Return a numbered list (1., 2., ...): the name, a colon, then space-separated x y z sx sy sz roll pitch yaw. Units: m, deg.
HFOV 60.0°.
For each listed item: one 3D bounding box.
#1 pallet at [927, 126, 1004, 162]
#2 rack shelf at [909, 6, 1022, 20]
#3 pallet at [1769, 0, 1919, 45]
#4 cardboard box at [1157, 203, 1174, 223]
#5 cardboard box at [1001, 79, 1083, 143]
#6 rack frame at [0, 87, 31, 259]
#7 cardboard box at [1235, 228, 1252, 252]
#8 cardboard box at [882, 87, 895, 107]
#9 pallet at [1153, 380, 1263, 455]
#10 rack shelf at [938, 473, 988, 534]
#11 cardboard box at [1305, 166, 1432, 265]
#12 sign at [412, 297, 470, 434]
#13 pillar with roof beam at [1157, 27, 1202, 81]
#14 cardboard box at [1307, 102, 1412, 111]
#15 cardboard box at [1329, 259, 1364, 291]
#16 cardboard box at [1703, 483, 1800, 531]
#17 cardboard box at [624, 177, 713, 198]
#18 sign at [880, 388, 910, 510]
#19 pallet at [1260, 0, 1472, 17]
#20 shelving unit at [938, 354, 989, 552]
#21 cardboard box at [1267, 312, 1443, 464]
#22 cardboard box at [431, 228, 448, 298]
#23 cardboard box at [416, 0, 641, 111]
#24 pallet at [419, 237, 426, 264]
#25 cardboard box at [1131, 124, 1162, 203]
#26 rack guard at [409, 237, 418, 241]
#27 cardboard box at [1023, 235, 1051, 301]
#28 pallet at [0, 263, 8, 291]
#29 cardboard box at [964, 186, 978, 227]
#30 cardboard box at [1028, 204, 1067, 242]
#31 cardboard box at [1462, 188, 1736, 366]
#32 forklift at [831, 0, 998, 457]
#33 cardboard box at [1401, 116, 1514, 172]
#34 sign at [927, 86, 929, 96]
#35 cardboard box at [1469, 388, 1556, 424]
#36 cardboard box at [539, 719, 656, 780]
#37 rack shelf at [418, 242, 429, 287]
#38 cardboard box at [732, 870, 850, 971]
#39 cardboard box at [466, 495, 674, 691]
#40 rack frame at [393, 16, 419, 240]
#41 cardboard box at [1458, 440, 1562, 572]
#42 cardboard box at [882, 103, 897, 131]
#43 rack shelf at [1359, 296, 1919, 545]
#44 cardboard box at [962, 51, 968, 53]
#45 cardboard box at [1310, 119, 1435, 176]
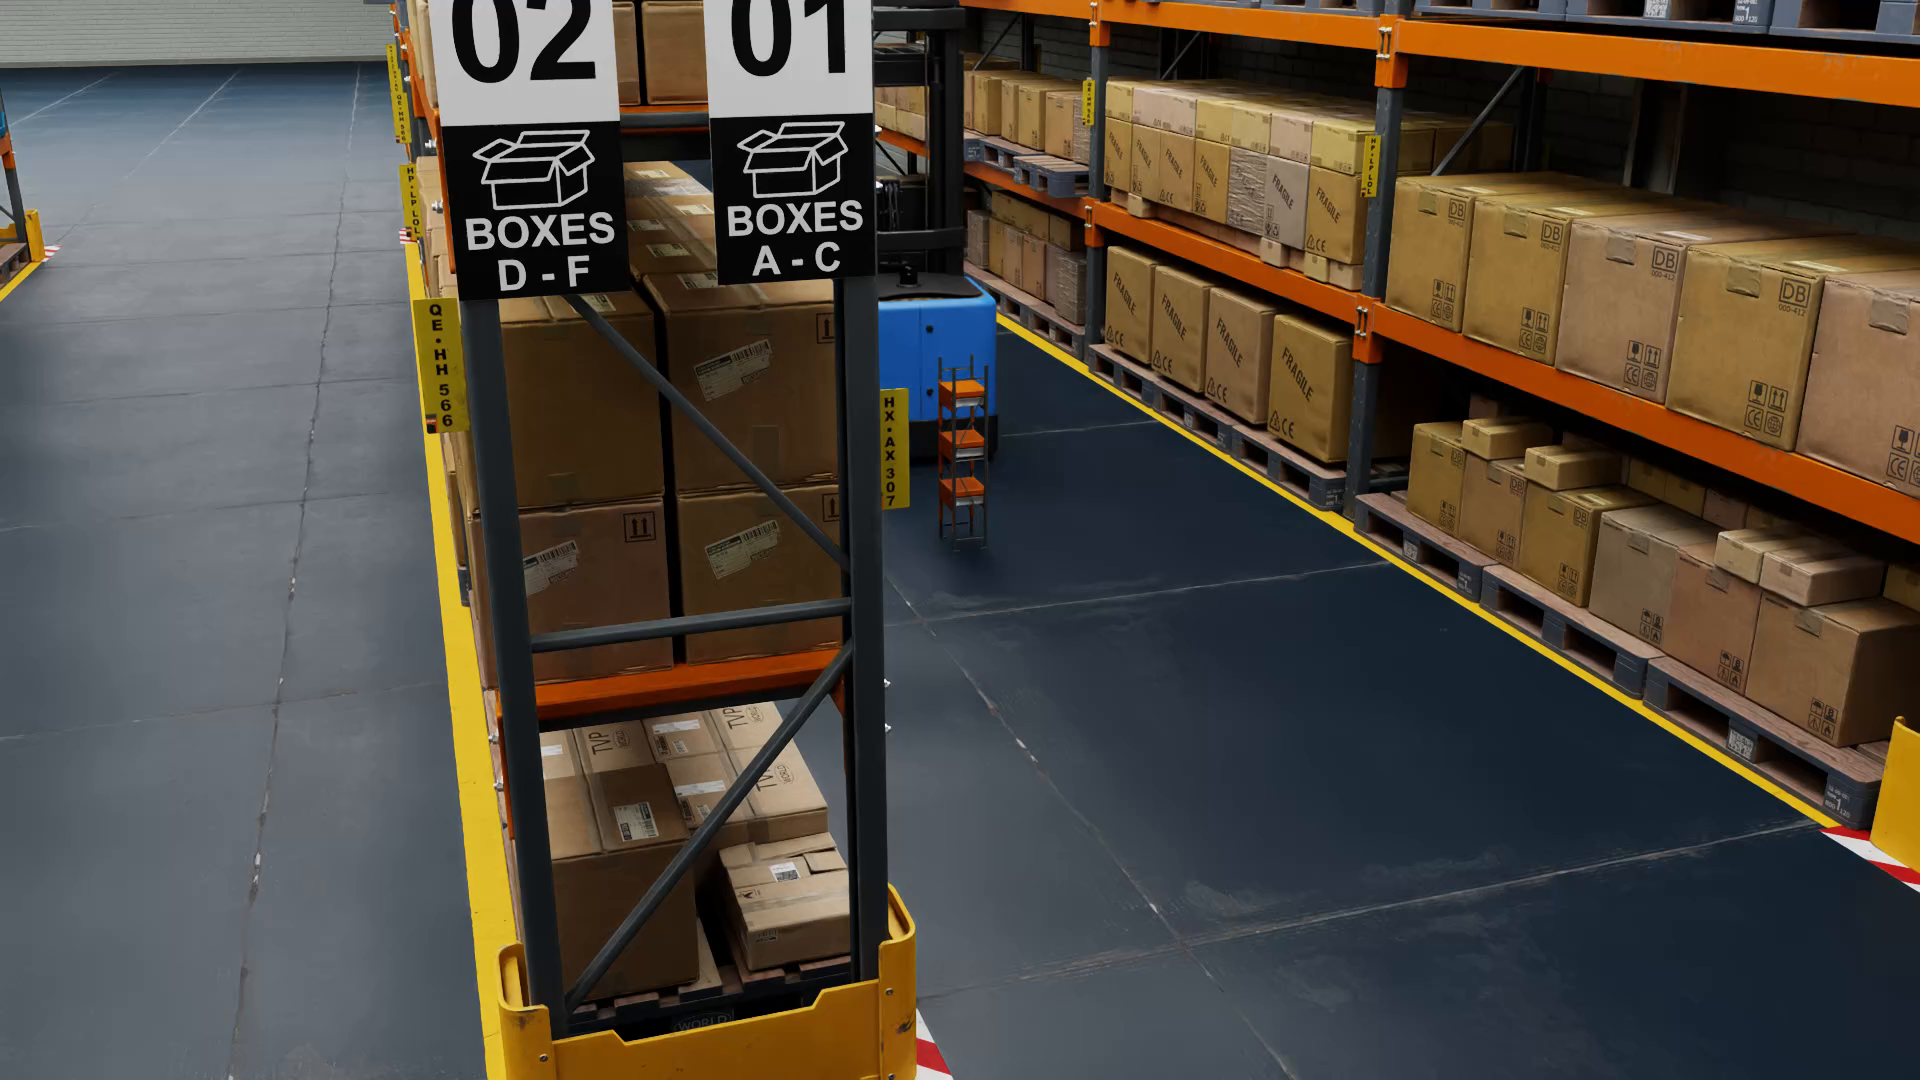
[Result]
1. pallet: 0.335 -3.799 15.839 1.003 0.211 1.213 -6 21 -17
2. rack shelf: -0.396 -5.865 17.934 1.077 0.370 4.000 -6 21 -17
3. pallet: 3.761 -1.906 5.979 1.003 0.211 1.213 -6 21 -17
4. cardboard box: 1.644 -2.383 11.957 0.380 0.149 0.250 -7 21 -18
5. cardboard box: 0.766 -3.849 14.896 0.700 0.500 0.500 -4 20 -10
6. rack frame: -10.429 -4.381 17.176 1.000 3.000 0.127 -6 21 -17
7. cardboard box: 2.015 -1.964 10.790 0.380 0.149 0.250 -7 21 -19
8. cardboard box: -0.520 -4.883 17.656 0.500 0.500 0.500 -7 21 -19
9. pallet: 2.046 -0.902 11.615 1.003 0.211 1.213 -6 21 -17
10. rack shelf: 0.017 -0.205 9.289 0.215 0.259 0.240 -6 21 -17
11. cardboard box: 2.363 -1.900 9.652 0.500 0.500 0.500 -7 21 -18
12. sign: -1.230 -0.413 3.947 0.100 0.325 0.005 -6 21 -17
13. pillar with roof beam: -2.184 -5.741 12.089 9.100 9.000 0.400 -6 21 -17
14. cardboard box: 2.517 -2.635 10.588 0.500 0.250 0.500 -7 21 -19
15. cardboard box: 2.372 -1.552 9.642 0.380 0.149 0.250 -6 21 -17
16. cardboard box: 3.600 -0.145 7.500 0.380 0.149 0.250 -6 21 -16
17. cardboard box: -1.228 -1.112 6.448 0.500 0.500 0.500 -6 21 -17
18. sign: -0.182 -0.237 4.357 0.100 0.325 0.005 -6 21 -17
19. pallet: 2.412 -3.193 9.715 0.805 0.209 1.217 -7 21 -19
20. shelving unit: 0.017 -0.477 9.191 0.215 1.050 0.252 -6 21 -17
21. cardboard box: 2.420 -0.963 10.220 0.750 0.750 0.750 -6 21 -17
22. cardboard box: -1.425 -0.731 5.386 0.500 0.500 0.500 -6 21 -16
23. cardboard box: -1.109 -1.249 4.242 0.500 0.250 0.500 -6 21 -17
24. pallet: -2.932 -2.038 10.938 1.213 0.211 1.003 -6 21 -17
25. cardboard box: 1.556 -2.710 11.908 0.500 0.500 0.500 -6 21 -15
26. rack guard: -5.733 -3.737 19.082 1.175 0.500 0.348 -6 21 -17
27. cardboard box: 0.980 -2.456 14.865 0.700 0.500 0.500 -7 21 -17
28. pallet: -9.731 -2.397 15.778 1.003 0.211 1.213 -6 21 -17
29. cardboard box: -0.131 -3.509 17.796 0.500 0.500 0.500 -8 21 -21
30. cardboard box: 0.928 -2.829 14.794 0.500 0.250 0.500 -6 21 -17
31. cardboard box: 3.127 -1.313 8.191 0.980 0.700 0.700 -7 21 -19
32. forklift: -0.566 -2.347 11.615 1.130 2.935 3.031 -4 20 -12
33. cardboard box: 2.850 -2.307 9.676 0.500 0.250 0.500 -6 21 -16
34. sign: -0.280 -4.497 16.219 0.100 0.325 0.005 -6 21 -17
35. cardboard box: 3.028 -0.726 9.117 0.380 0.149 0.250 -7 21 -18
36. cardboard box: -1.372 0.859 6.004 0.500 0.250 0.500 -6 21 -17
37. rack shelf: -2.583 -1.358 9.825 1.077 0.370 4.000 -6 21 -17
38. cardboard box: -0.502 1.192 5.226 0.380 0.149 0.250 -6 21 -17
39. cardboard box: -1.096 0.067 4.645 0.500 0.500 0.500 -6 21 -16
40. rack frame: -5.726 -4.906 18.638 1.000 3.000 0.127 -6 21 -17
41. cardboard box: 3.040 -0.191 8.588 0.700 0.500 0.500 -7 21 -18
42. cardboard box: -0.525 -4.529 17.780 0.500 0.250 0.500 -7 21 -18
43. rack shelf: 3.376 -0.602 7.720 1.077 0.370 4.000 -6 21 -17
44. cardboard box: -0.201 -5.107 18.280 0.500 0.500 0.500 -6 21 -16
45. cardboard box: 2.358 -2.255 9.529 0.500 0.250 0.500 -6 21 -16
